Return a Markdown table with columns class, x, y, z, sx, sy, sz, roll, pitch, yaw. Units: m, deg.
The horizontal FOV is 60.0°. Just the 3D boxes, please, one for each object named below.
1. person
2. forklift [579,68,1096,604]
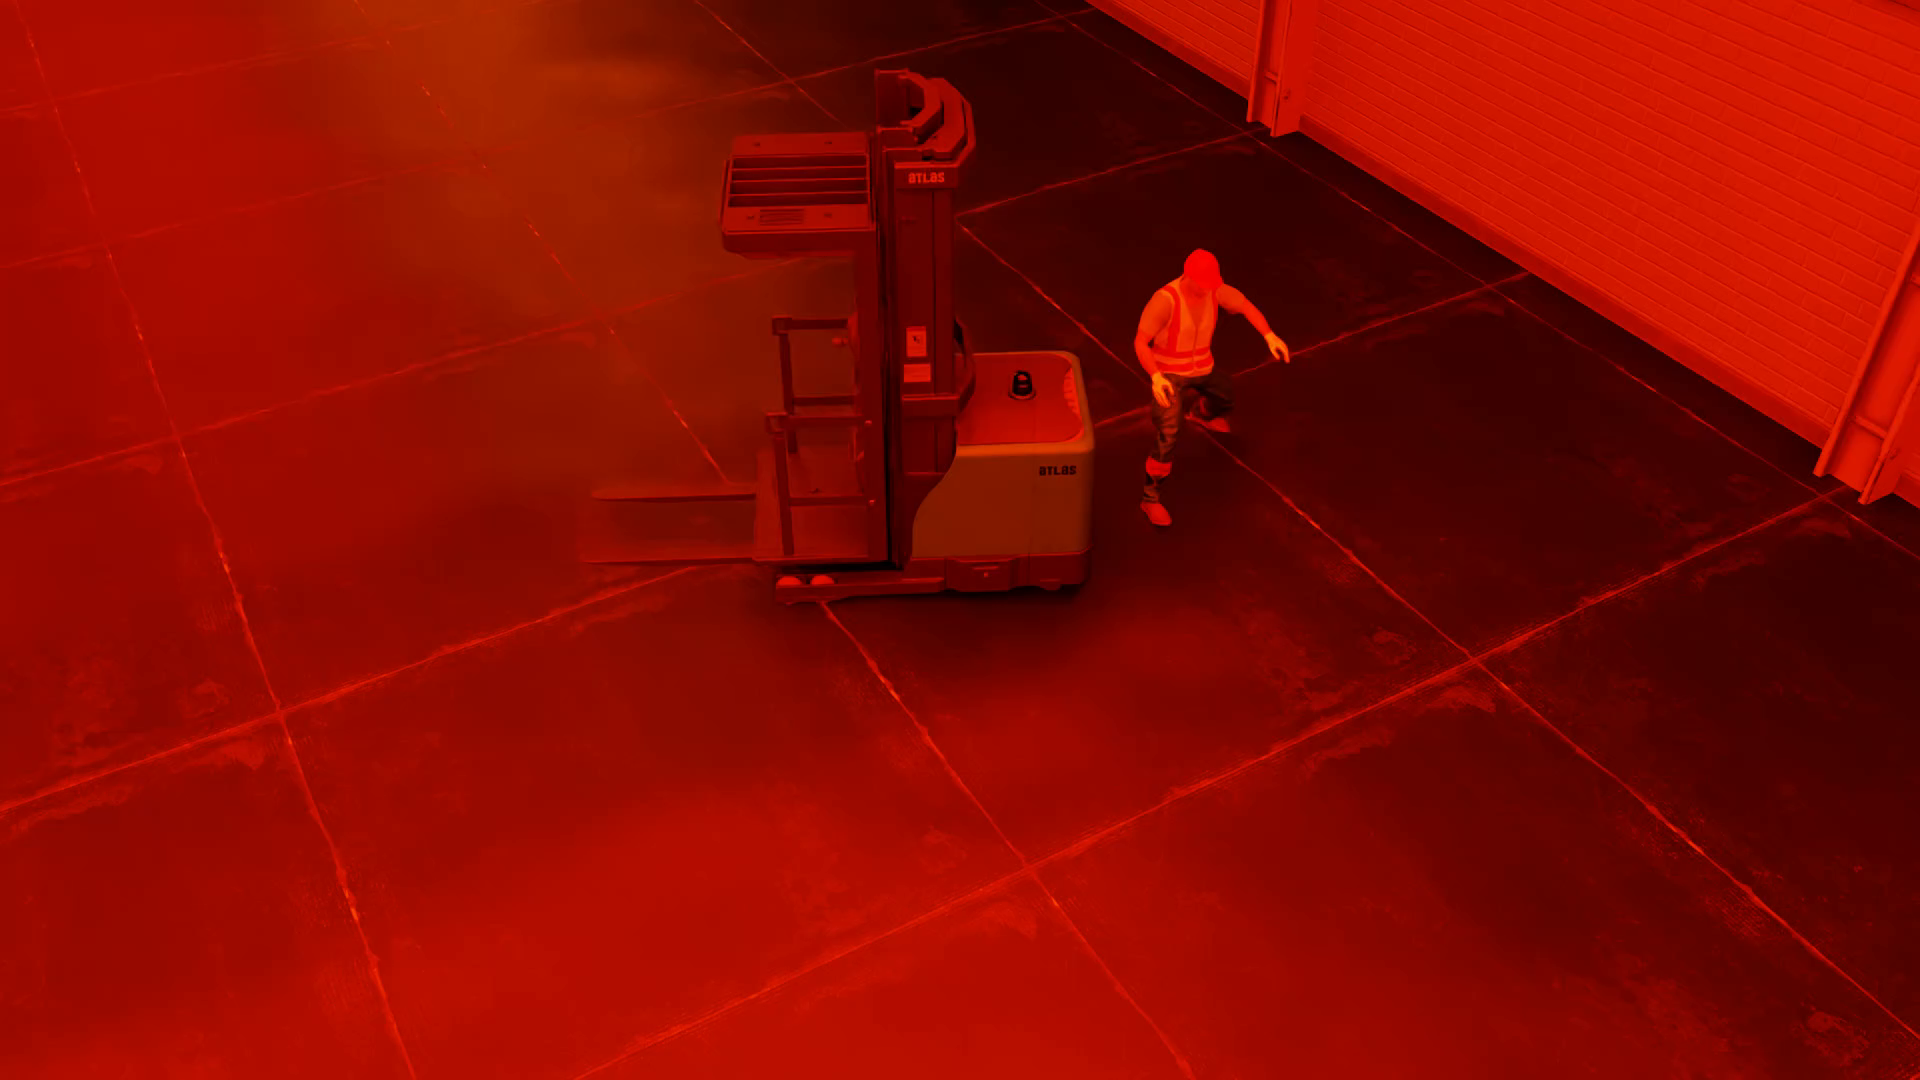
| class | x | y | z | sx | sy | sz | roll | pitch | yaw |
| --- | --- | --- | --- | --- | --- | --- | --- | --- | --- |
| person | 1.490 | -1.061 | 10.383 | 1.042 | 1.608 | 0.995 | -17 | 43 | -20 |
| forklift | -0.758 | -1.095 | 9.357 | 3.031 | 2.935 | 1.130 | -2 | 40 | -2 |
